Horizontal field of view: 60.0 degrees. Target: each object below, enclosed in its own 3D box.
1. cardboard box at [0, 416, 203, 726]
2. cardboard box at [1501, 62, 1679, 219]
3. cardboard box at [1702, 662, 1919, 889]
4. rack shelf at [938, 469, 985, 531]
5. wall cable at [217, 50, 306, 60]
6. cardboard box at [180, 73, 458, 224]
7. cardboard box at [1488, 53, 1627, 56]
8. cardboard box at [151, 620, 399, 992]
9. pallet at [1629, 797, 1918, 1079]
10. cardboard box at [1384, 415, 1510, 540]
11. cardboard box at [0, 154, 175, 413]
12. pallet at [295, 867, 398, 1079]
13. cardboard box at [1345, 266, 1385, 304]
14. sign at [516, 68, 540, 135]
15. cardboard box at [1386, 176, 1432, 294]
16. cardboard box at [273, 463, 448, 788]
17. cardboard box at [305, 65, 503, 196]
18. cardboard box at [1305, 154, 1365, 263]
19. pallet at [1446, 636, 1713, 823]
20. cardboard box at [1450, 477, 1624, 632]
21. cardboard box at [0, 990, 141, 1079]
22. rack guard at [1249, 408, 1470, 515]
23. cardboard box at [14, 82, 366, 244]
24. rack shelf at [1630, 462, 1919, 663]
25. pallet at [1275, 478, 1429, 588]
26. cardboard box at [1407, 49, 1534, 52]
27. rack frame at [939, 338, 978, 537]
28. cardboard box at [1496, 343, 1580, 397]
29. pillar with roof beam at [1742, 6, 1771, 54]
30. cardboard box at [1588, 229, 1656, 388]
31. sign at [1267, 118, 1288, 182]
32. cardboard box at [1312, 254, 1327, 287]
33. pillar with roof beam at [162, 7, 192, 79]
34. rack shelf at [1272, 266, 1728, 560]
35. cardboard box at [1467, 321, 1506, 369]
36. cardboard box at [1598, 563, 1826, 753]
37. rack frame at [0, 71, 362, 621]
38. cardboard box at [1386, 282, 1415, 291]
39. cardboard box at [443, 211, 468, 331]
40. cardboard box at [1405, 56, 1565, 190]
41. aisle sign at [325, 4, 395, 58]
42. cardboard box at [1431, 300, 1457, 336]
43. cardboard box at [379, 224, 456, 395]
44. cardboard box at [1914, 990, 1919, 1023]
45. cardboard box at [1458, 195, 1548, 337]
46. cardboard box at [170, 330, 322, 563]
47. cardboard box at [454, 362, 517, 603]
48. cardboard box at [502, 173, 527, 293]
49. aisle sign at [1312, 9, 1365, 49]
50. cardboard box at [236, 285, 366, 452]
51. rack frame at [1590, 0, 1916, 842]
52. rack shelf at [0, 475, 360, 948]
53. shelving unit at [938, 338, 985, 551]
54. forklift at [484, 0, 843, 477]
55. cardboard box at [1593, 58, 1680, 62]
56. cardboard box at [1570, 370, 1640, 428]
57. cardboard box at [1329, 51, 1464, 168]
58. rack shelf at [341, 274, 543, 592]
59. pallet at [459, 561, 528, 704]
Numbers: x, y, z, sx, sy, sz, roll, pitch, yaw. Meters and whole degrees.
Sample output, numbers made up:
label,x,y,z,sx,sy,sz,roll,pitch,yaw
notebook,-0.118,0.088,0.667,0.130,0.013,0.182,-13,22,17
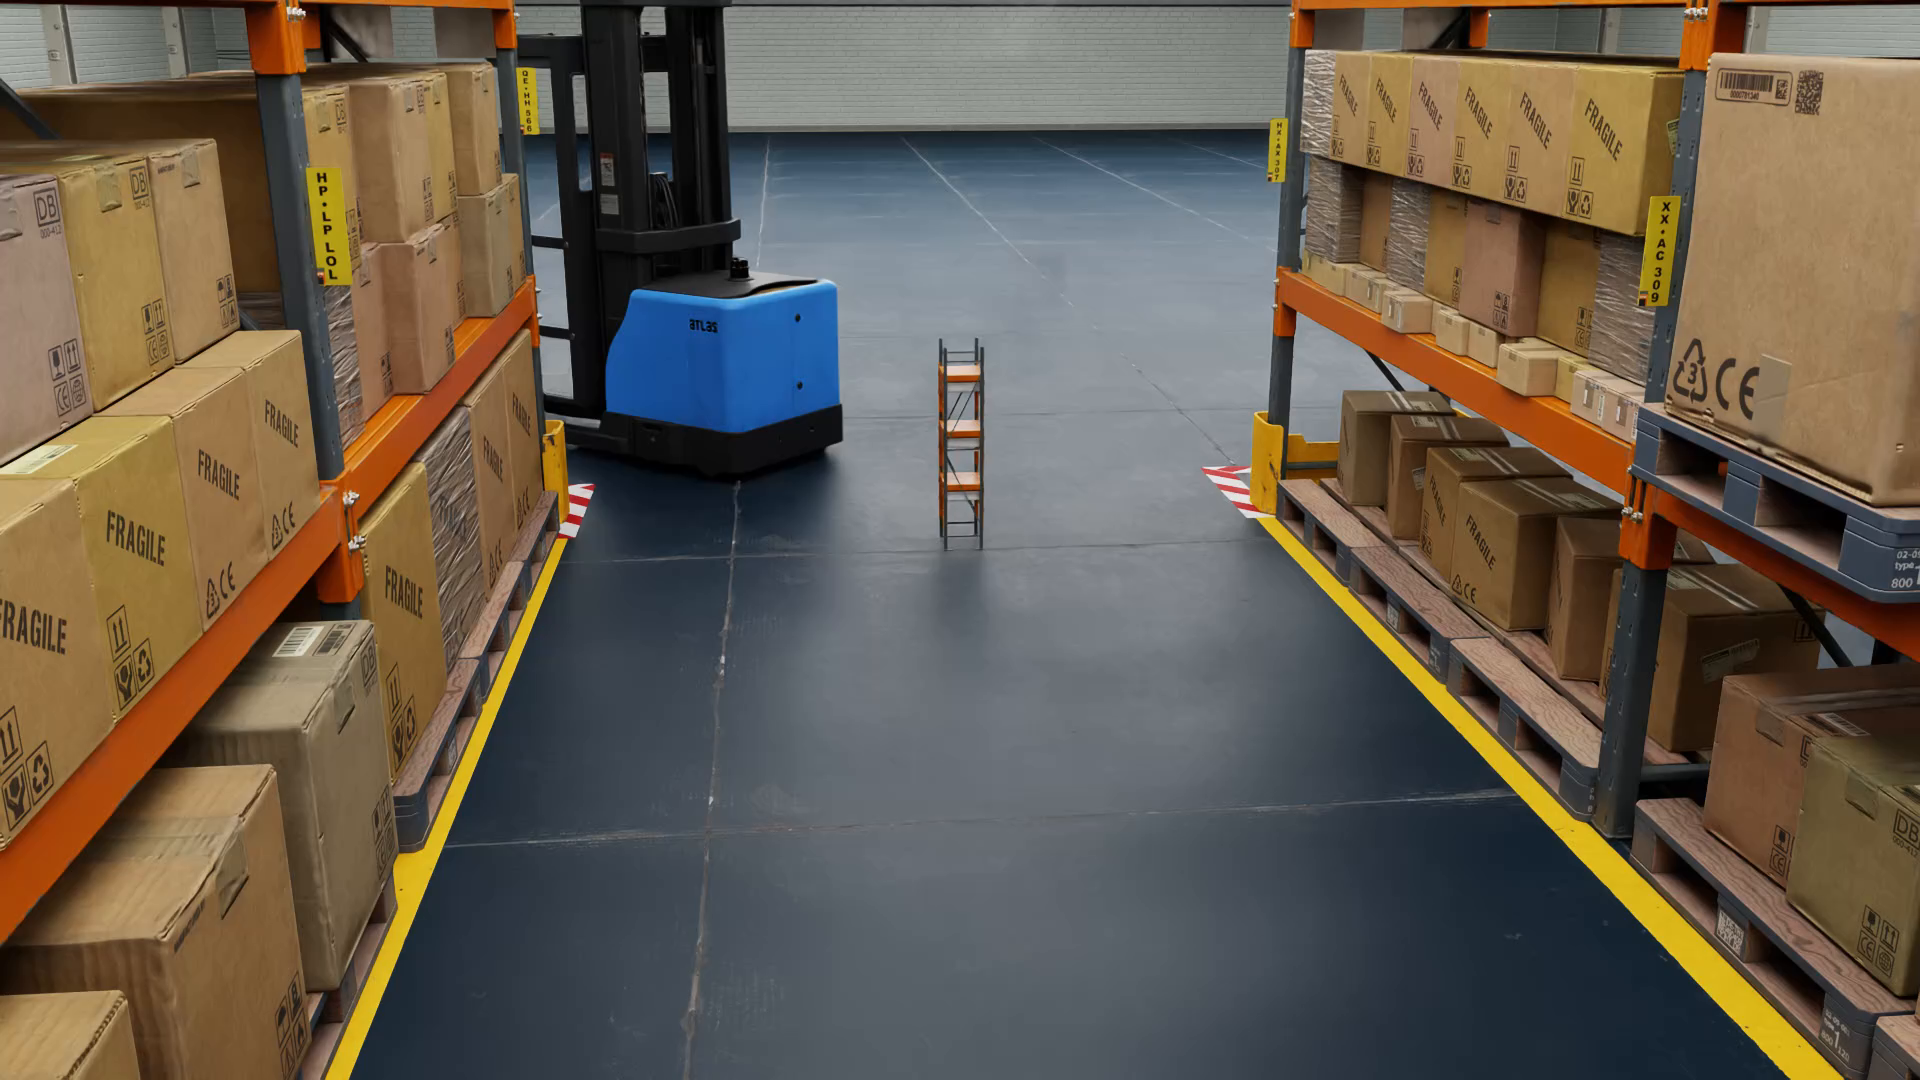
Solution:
label,x,y,z,sx,sy,sz,roll,pitch,yaw
cardboard box,-1.888,0.056,3.324,0.500,0.500,0.500,-2,17,-5
cardboard box,2.259,-1.409,5.824,0.500,0.500,0.500,-2,18,-6
cardboard box,2.674,0.699,4.883,0.700,0.500,0.500,-3,18,-10
rack shelf,0.006,-0.210,8.555,0.215,0.259,0.240,-2,18,-6
wall cable,-15.482,-12.201,37.701,3.097,2.526,0.112,-2,18,-6
cardboard box,-2.470,-1.525,6.475,0.875,0.550,0.500,-2,18,-6
cardboard box,2.628,-1.872,7.300,0.500,0.500,0.500,-2,18,-6
cardboard box,-2.159,0.710,4.461,1.050,0.750,0.750,-2,18,-6
pallet,2.713,1.095,4.838,1.003,0.211,1.213,-2,18,-6
cardboard box,2.363,-0.304,8.109,0.500,0.500,0.500,3,18,9
cardboard box,-2.200,-0.568,3.644,0.700,0.500,0.500,-2,18,-7
pallet,-2.158,1.213,4.460,1.003,0.211,1.213,-2,18,-6
cardboard box,2.075,-1.224,7.986,0.380,0.149,0.250,-2,18,-6
sign,-2.184,-2.214,8.394,0.100,0.325,0.005,-2,18,-6
cardboard box,2.428,-1.389,7.430,0.875,0.500,0.500,-2,18,-6
cardboard box,-2.308,0.279,5.626,0.875,0.875,0.875,-2,17,-5
cardboard box,-2.577,-1.850,7.510,0.875,0.550,0.550,-2,18,-6
cardboard box,2.249,-1.684,8.371,0.875,0.500,0.500,-2,18,-6
pallet,2.527,0.664,6.211,1.003,0.211,1.213,-2,18,-6
cardboard box,2.421,0.051,6.979,0.500,0.500,0.500,-3,18,-11
cardboard box,-1.967,1.275,2.661,1.050,0.750,0.750,-2,17,-5
rack guard,2.227,-0.444,9.258,1.175,0.500,0.348,-2,18,-6
cardboard box,-2.489,-1.203,5.447,0.875,0.550,0.550,-2,18,-6
rack shelf,2.838,0.471,3.369,1.077,0.370,4.000,-2,18,-6
pallet,2.276,-0.063,8.526,1.003,0.211,1.213,-2,18,-6
cardboard box,2.522,-2.170,8.248,0.500,0.500,0.500,-2,18,-6
rack frame,-0.007,-0.521,8.585,0.200,1.050,0.008,-2,18,-6
cardboard box,2.198,-0.625,6.080,0.380,0.149,0.250,-2,18,-6
pillar with roof beam,11.175,-11.816,31.292,9.100,9.000,0.400,-2,18,-6
cardboard box,2.647,-0.793,5.533,0.875,0.500,0.500,-2,18,-6
sign,1.679,-2.056,8.772,0.100,0.325,0.005,-2,18,-6
cardboard box,2.018,-1.372,8.460,0.380,0.149,0.250,-2,18,-6
pillar with roof beam,-12.212,-12.897,34.734,9.100,9.000,0.400,-2,18,-6
rack shelf,2.425,-0.720,7.165,1.077,0.370,4.000,-2,18,-6
cardboard box,2.237,-0.777,6.563,0.380,0.149,0.250,-2,18,-6
cardboard box,2.630,0.404,5.854,0.500,0.500,0.500,-2,18,-7
rack frame,-2.312,-0.345,4.767,1.000,3.000,0.127,-2,18,-6
cardboard box,2.147,-1.075,7.513,0.380,0.149,0.250,-2,18,-6
cardboard box,-2.630,-1.165,7.129,0.875,0.550,0.550,-2,18,-6
cardboard box,2.160,-1.707,6.774,0.500,0.500,0.500,-2,18,-6
aisle sign,-3.031,-2.789,8.211,0.394,0.787,0.004,-2,18,-6
cardboard box,2.227,-0.927,7.042,0.380,0.149,0.250,-2,18,-6
cardboard box,-2.380,-0.853,6.137,0.875,0.550,0.550,-2,18,-6
cardboard box,2.762,1.008,3.898,0.700,0.500,0.500,-3,18,-10
cardboard box,2.478,-1.089,6.475,0.875,0.500,0.500,-2,18,-6
cardboard box,-1.993,-0.245,4.283,0.500,0.500,0.500,-2,18,-6
cardboard box,-2.496,-0.261,7.347,0.875,0.875,0.875,-2,18,-7
cardboard box,-2.642,-1.499,8.193,0.875,0.550,0.550,-2,18,-6
aisle sign,1.914,-2.909,8.595,0.394,0.787,0.004,-2,18,-6
cardboard box,-2.362,-0.526,5.094,0.875,0.550,0.550,-2,18,-6
rack frame,2.632,-0.468,5.159,1.000,3.000,0.127,-2,18,-6
rack shelf,-2.106,0.594,2.977,1.077,0.370,4.000,-2,18,-6
shelving unit,0.006,-0.485,8.469,0.215,1.050,0.252,-2,18,-6
forklift,-2.242,-2.089,10.439,3.031,2.935,1.130,11,21,32
cardboard box,2.734,-1.574,6.351,0.500,0.500,0.500,-2,18,-6
cardboard box,2.301,-0.478,5.610,0.380,0.149,0.250,-2,18,-6
cardboard box,2.049,-2.005,7.722,0.500,0.500,0.500,-2,18,-6
rack shelf,-2.519,-0.597,6.773,1.077,0.370,4.000,-2,18,-6
pallet,-2.442,0.393,7.075,1.003,0.211,1.213,-2,18,-6
